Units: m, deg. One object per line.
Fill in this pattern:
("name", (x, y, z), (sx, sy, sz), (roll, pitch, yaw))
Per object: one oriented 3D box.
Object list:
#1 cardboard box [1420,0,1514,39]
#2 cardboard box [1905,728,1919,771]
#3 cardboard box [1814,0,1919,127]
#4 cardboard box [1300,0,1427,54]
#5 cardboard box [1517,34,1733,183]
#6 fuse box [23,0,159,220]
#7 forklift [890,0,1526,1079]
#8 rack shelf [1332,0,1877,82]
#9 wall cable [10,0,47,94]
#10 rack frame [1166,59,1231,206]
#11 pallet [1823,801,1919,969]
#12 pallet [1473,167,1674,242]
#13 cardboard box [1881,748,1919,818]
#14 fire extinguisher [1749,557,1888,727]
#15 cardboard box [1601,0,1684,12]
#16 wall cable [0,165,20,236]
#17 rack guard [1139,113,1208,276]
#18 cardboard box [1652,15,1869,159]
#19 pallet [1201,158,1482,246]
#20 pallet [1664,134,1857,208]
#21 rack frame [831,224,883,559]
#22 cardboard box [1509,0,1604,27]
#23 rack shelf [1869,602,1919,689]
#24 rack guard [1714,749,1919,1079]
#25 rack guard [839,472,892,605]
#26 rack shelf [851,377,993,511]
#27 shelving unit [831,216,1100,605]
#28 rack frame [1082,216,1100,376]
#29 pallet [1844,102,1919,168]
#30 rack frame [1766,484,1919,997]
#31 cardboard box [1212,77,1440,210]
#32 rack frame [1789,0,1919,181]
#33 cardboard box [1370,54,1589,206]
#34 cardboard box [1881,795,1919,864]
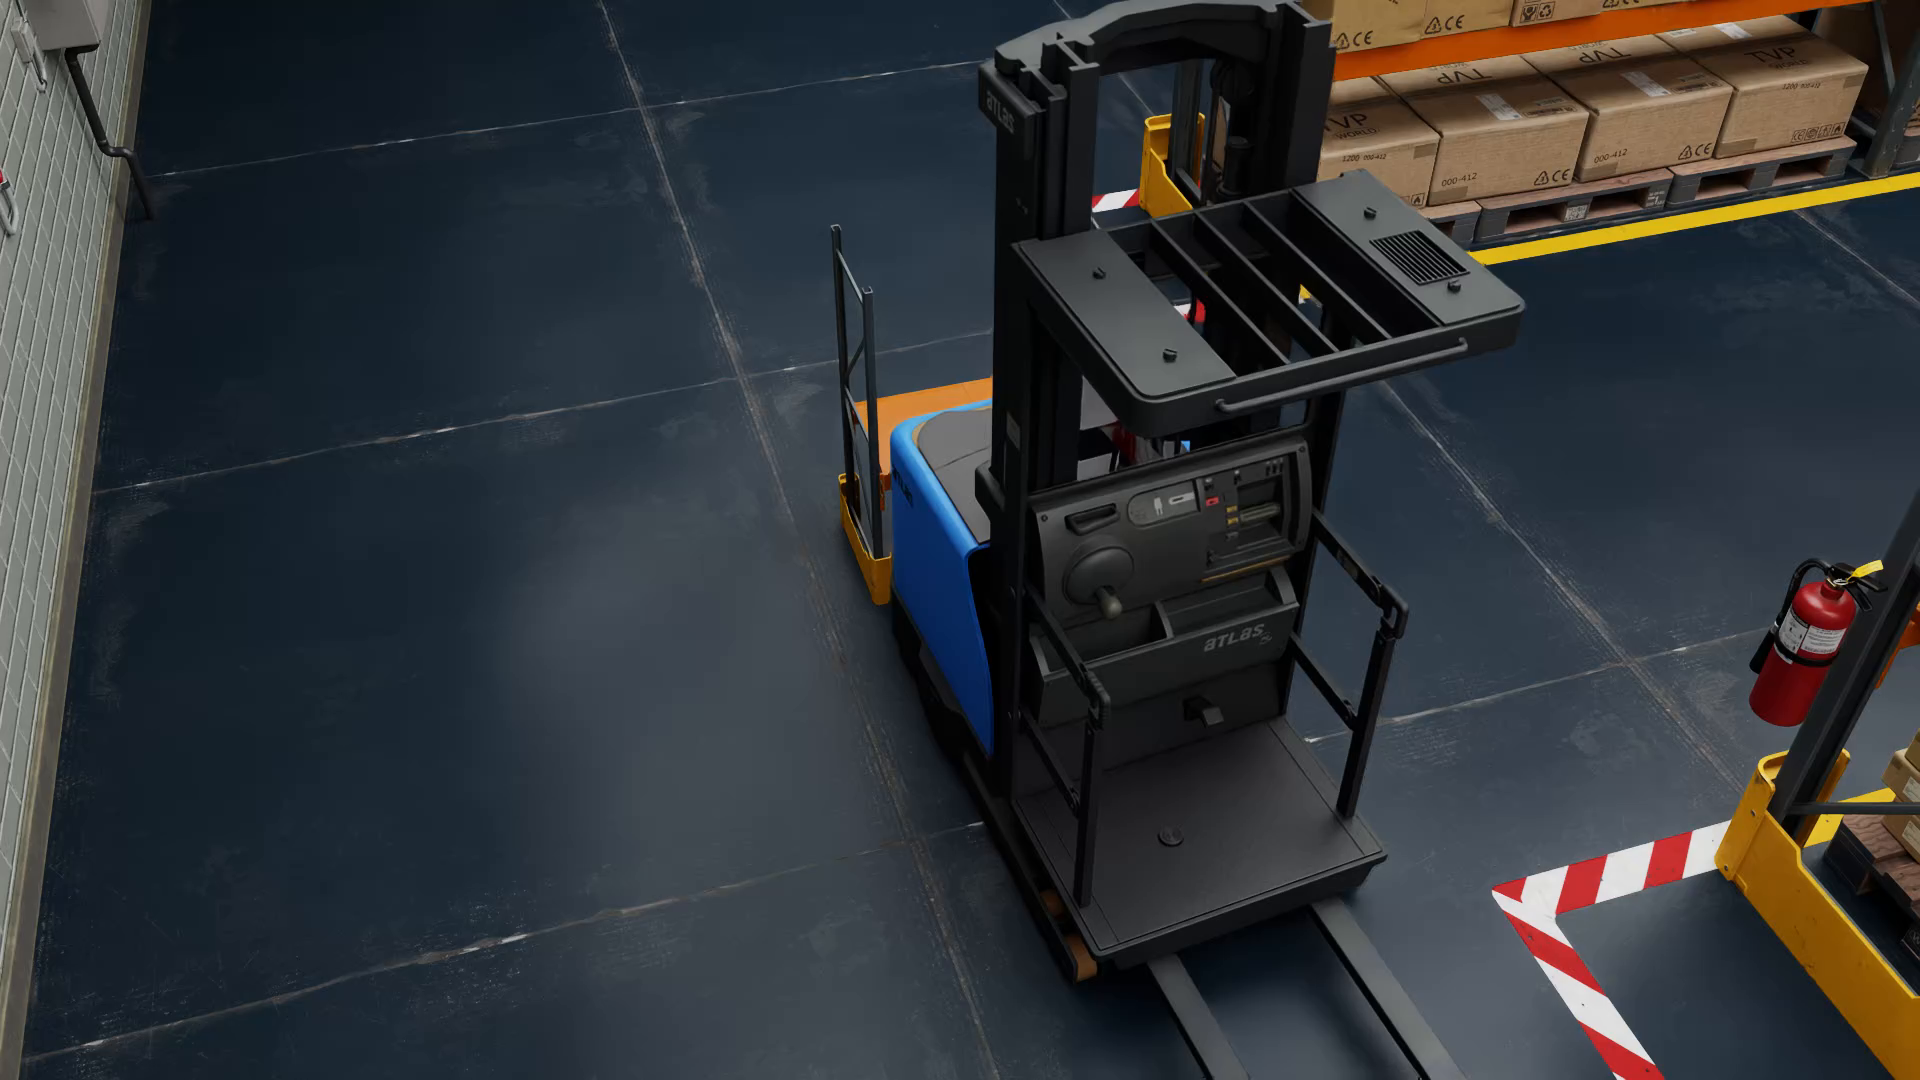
("cardboard box", (2.377, -2.812, 8.113), (0.500, 0.500, 0.500), (-12, 43, -14))
("cardboard box", (3.371, 0.772, 5.482), (0.250, 0.149, 0.380), (-11, 42, -13))
("cardboard box", (5.742, -3.063, 9.772), (0.875, 0.875, 0.875), (-10, 42, -12))
("cardboard box", (1.903, -2.695, 7.978), (0.500, 0.500, 0.500), (-12, 43, -13))
("cardboard box", (3.690, -2.492, 9.451), (0.875, 0.438, 0.875), (-13, 43, -14))
("fuse box", (-4.504, -2.475, 8.782), (0.414, 1.711, 0.539), (-12, 42, -13))
("forklift", (0.749, 0.049, 4.966), (1.130, 2.935, 3.031), (-15, 43, -16))
("rack shelf", (3.267, -2.867, 8.798), (4.000, 0.370, 1.077), (-12, 42, -13))
("wall cable", (-4.449, -2.883, 7.498), (0.122, 1.984, 0.588), (-12, 42, -13))
("rack frame", (1.359, -2.742, 8.109), (0.127, 3.000, 1.000), (-12, 42, -13))
("pallet", (3.801, 1.241, 5.669), (1.213, 0.211, 1.003), (-12, 42, -13))
("pallet", (3.260, -2.138, 9.537), (1.213, 0.211, 1.003), (-12, 42, -13))
("cardboard box", (3.360, 0.864, 5.602), (0.250, 0.149, 0.380), (-13, 43, -14))
("fire extinguisher", (2.564, 0.274, 4.999), (0.183, 0.674, 0.296), (-12, 42, -13))
("cardboard box", (3.341, -3.011, 8.340), (0.500, 0.500, 0.500), (-10, 42, -12))
("wall cable", (-4.012, -2.008, 6.472), (0.123, 1.953, 0.585), (-12, 42, -13))
("rack guard", (1.336, -1.796, 8.926), (0.348, 0.500, 1.175), (-12, 42, -13))
("cardboard box", (4.543, -2.669, 9.654), (0.875, 0.438, 0.875), (-12, 43, -14))
("pallet", (2.098, -1.899, 9.263), (1.213, 0.211, 1.003), (-12, 42, -13))
("pallet", (4.426, -2.381, 9.815), (1.213, 0.211, 1.003), (-12, 42, -13))
("rack frame", (-0.403, -0.481, 6.661), (0.032, 1.500, 0.500), (-12, 42, -13))
("cardboard box", (2.868, -2.901, 8.215), (0.500, 0.500, 0.500), (-12, 43, -13))
("rack shelf", (4.850, 0.220, 5.265), (4.000, 0.370, 1.077), (-12, 42, -13))
("rack guard", (3.015, 1.271, 5.416), (0.348, 0.500, 1.175), (-12, 42, -13))
("rack guard", (-0.402, -0.011, 7.072), (0.087, 0.250, 0.587), (-12, 42, -13))
("rack shelf", (0.081, -0.446, 6.894), (1.000, 0.185, 0.538), (-12, 42, -13))
("shelving unit", (0.073, -0.580, 6.774), (1.083, 1.500, 0.587), (-12, 42, -13))
("rack frame", (0.566, -0.682, 6.891), (0.032, 1.500, 0.500), (-12, 42, -13))
("pallet", (5.888, -2.682, 10.160), (1.213, 0.211, 1.003), (-12, 42, -13))
("rack frame", (2.943, 0.344, 4.576), (0.127, 3.000, 1.000), (-12, 42, -13))
("cardboard box", (1.959, -2.129, 9.035), (0.875, 0.438, 0.875), (-13, 43, -15))
("rack frame", (5.175, -3.533, 9.014), (0.127, 3.000, 1.000), (-12, 42, -13))
("cardboard box", (2.829, -2.315, 9.248), (0.875, 0.438, 0.875), (-11, 42, -12))
("cardboard box", (3.382, 1.025, 5.645), (0.250, 0.149, 0.380), (-11, 42, -12))
